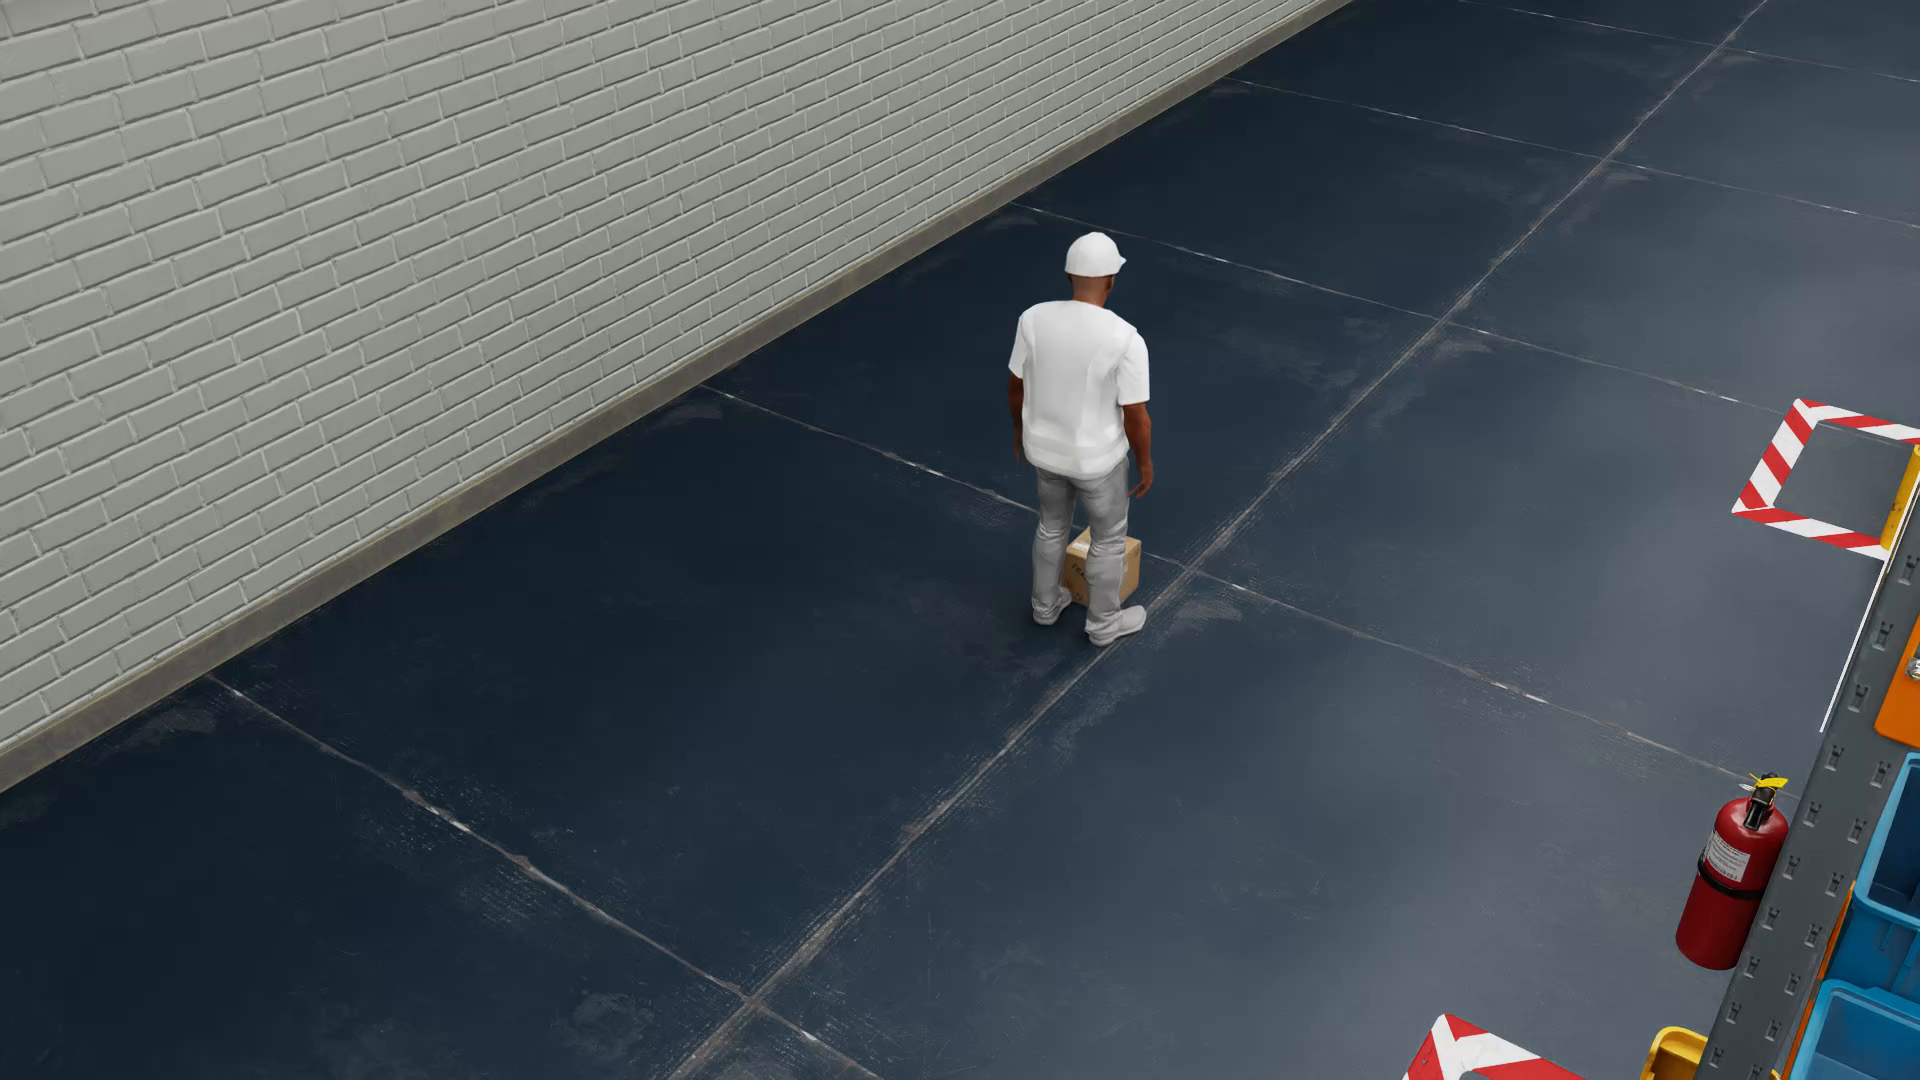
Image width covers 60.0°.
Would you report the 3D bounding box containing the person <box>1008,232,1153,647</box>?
[{"bbox_3d":[0.491,-0.383,6.692,0.626,1.755,0.463,20,39,26],"label":"person"}]
